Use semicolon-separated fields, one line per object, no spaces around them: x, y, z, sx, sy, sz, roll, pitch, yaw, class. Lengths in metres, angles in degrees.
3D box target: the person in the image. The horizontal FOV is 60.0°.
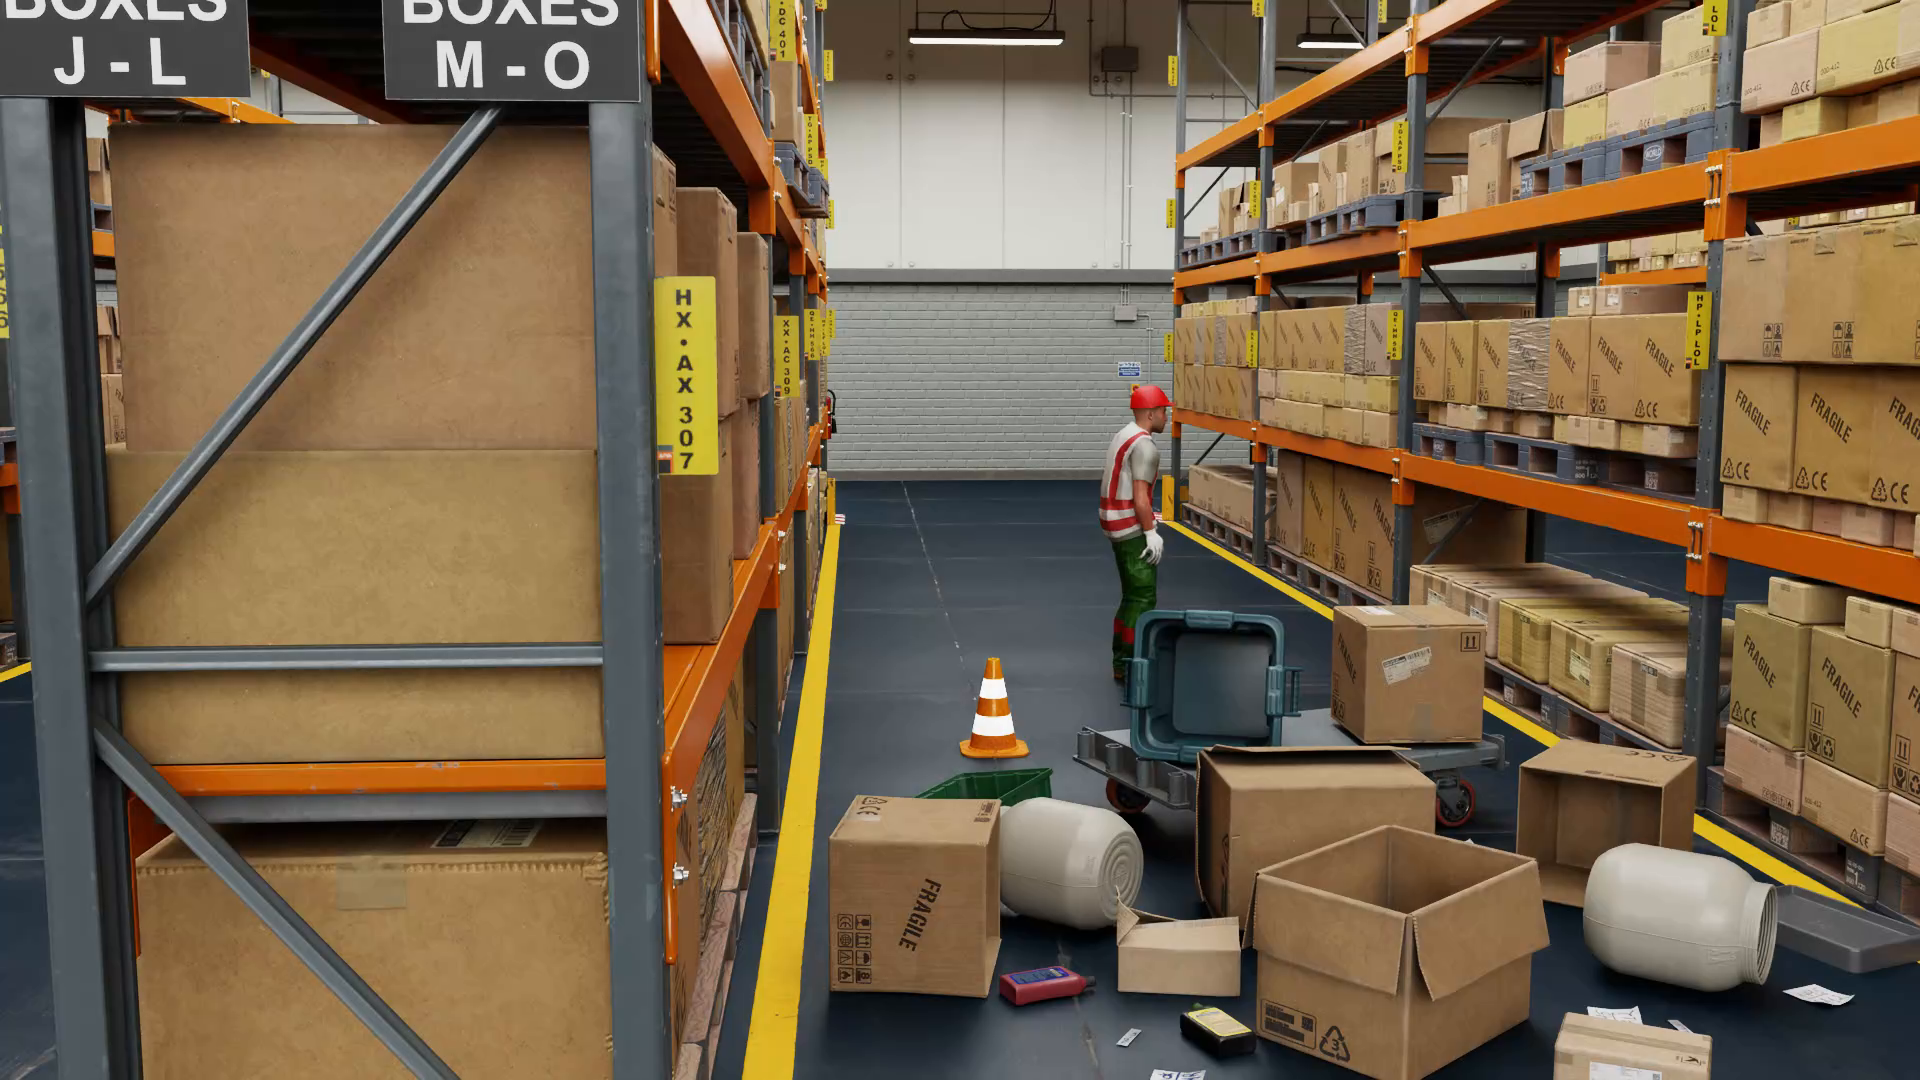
1.070;-0.032;9.945;0.449;1.779;0.619;-1;7;-7;person
